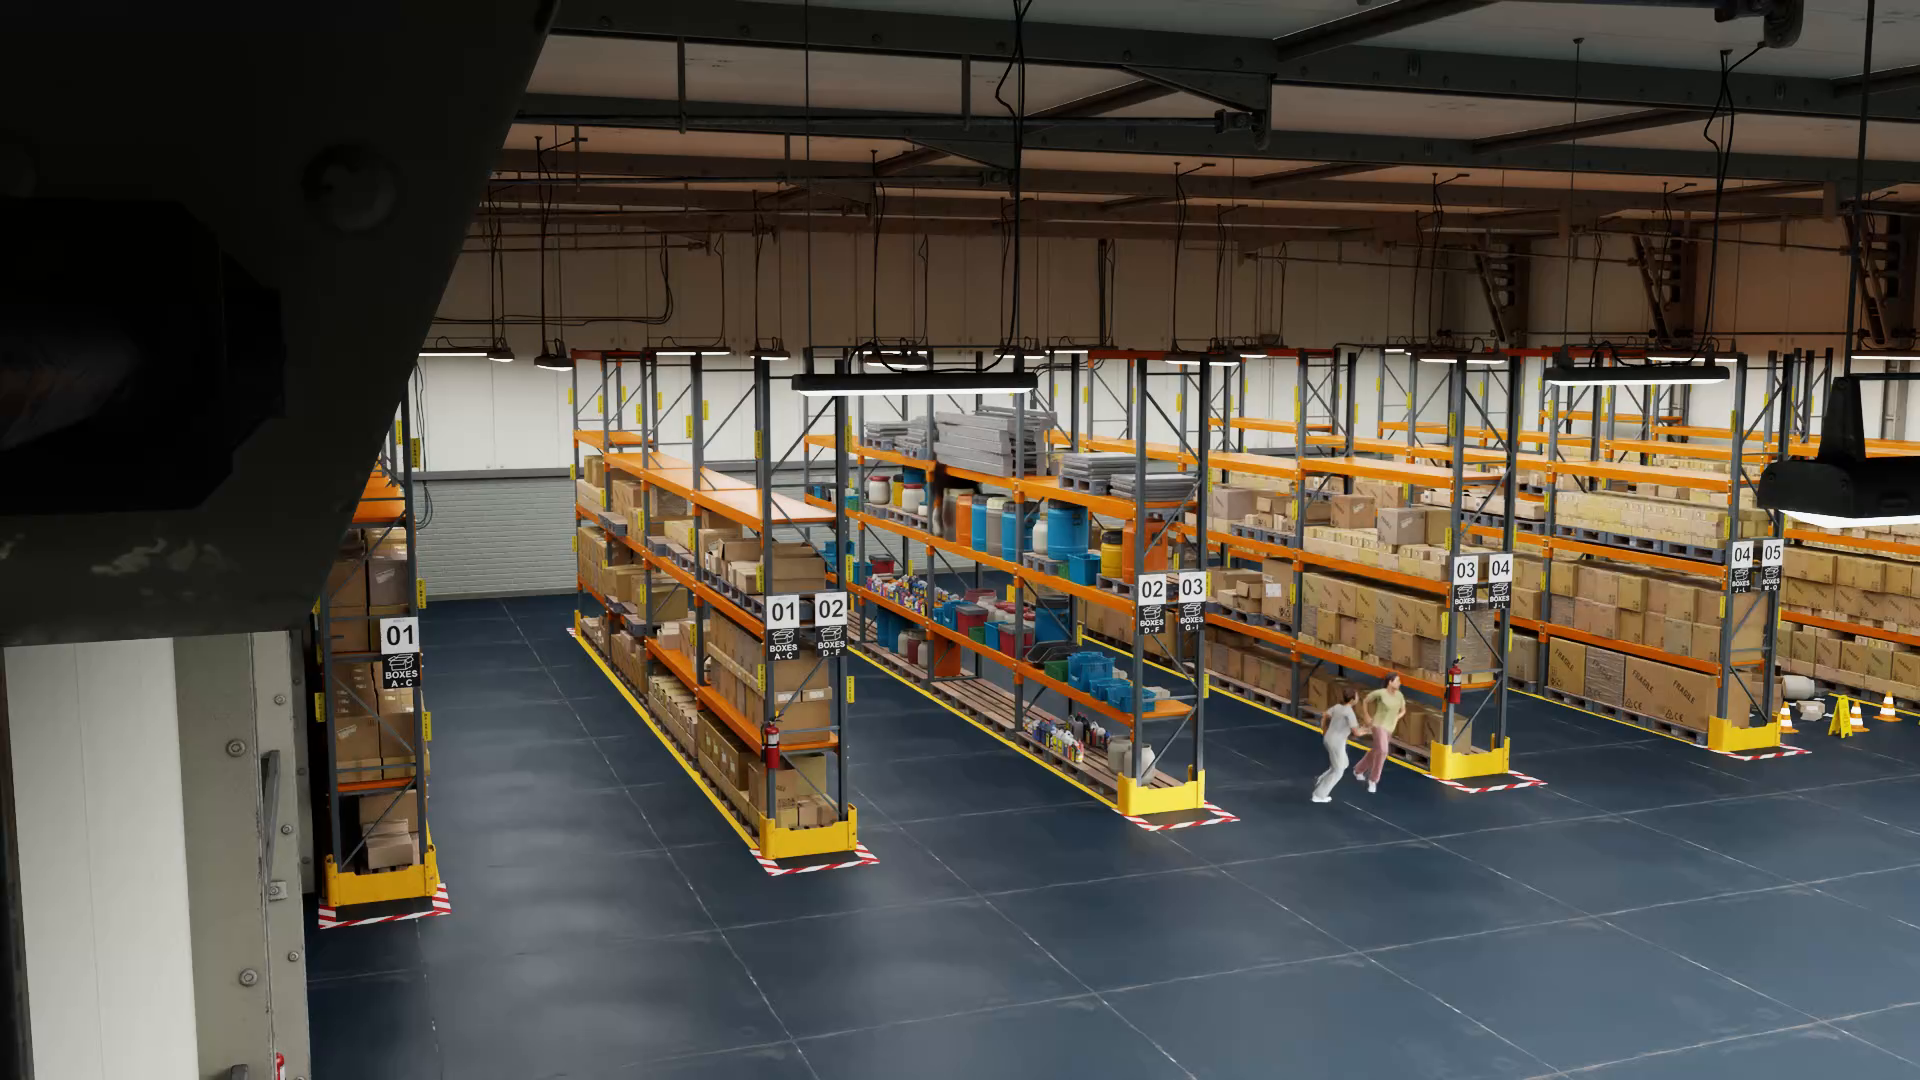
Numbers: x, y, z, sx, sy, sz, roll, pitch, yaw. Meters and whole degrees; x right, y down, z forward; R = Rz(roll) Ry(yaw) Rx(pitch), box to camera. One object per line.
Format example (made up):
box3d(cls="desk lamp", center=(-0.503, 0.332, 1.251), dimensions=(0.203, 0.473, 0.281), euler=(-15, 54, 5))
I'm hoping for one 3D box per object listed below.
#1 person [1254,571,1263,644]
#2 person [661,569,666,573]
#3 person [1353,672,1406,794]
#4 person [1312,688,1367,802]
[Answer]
box3d(cls="person", center=(5.818, 1.447, 32.448), dimensions=(0.626, 1.681, 0.649), euler=(-4, 8, -27))
box3d(cls="person", center=(-6.519, 0.977, 36.003), dimensions=(0.657, 1.836, 0.854), euler=(-4, 8, -31))
box3d(cls="person", center=(5.856, 2.640, 23.276), dimensions=(0.755, 1.621, 0.751), euler=(-3, 8, -24))
box3d(cls="person", center=(5.142, 2.771, 22.521), dimensions=(0.784, 1.568, 0.556), euler=(-2, 7, -13))
